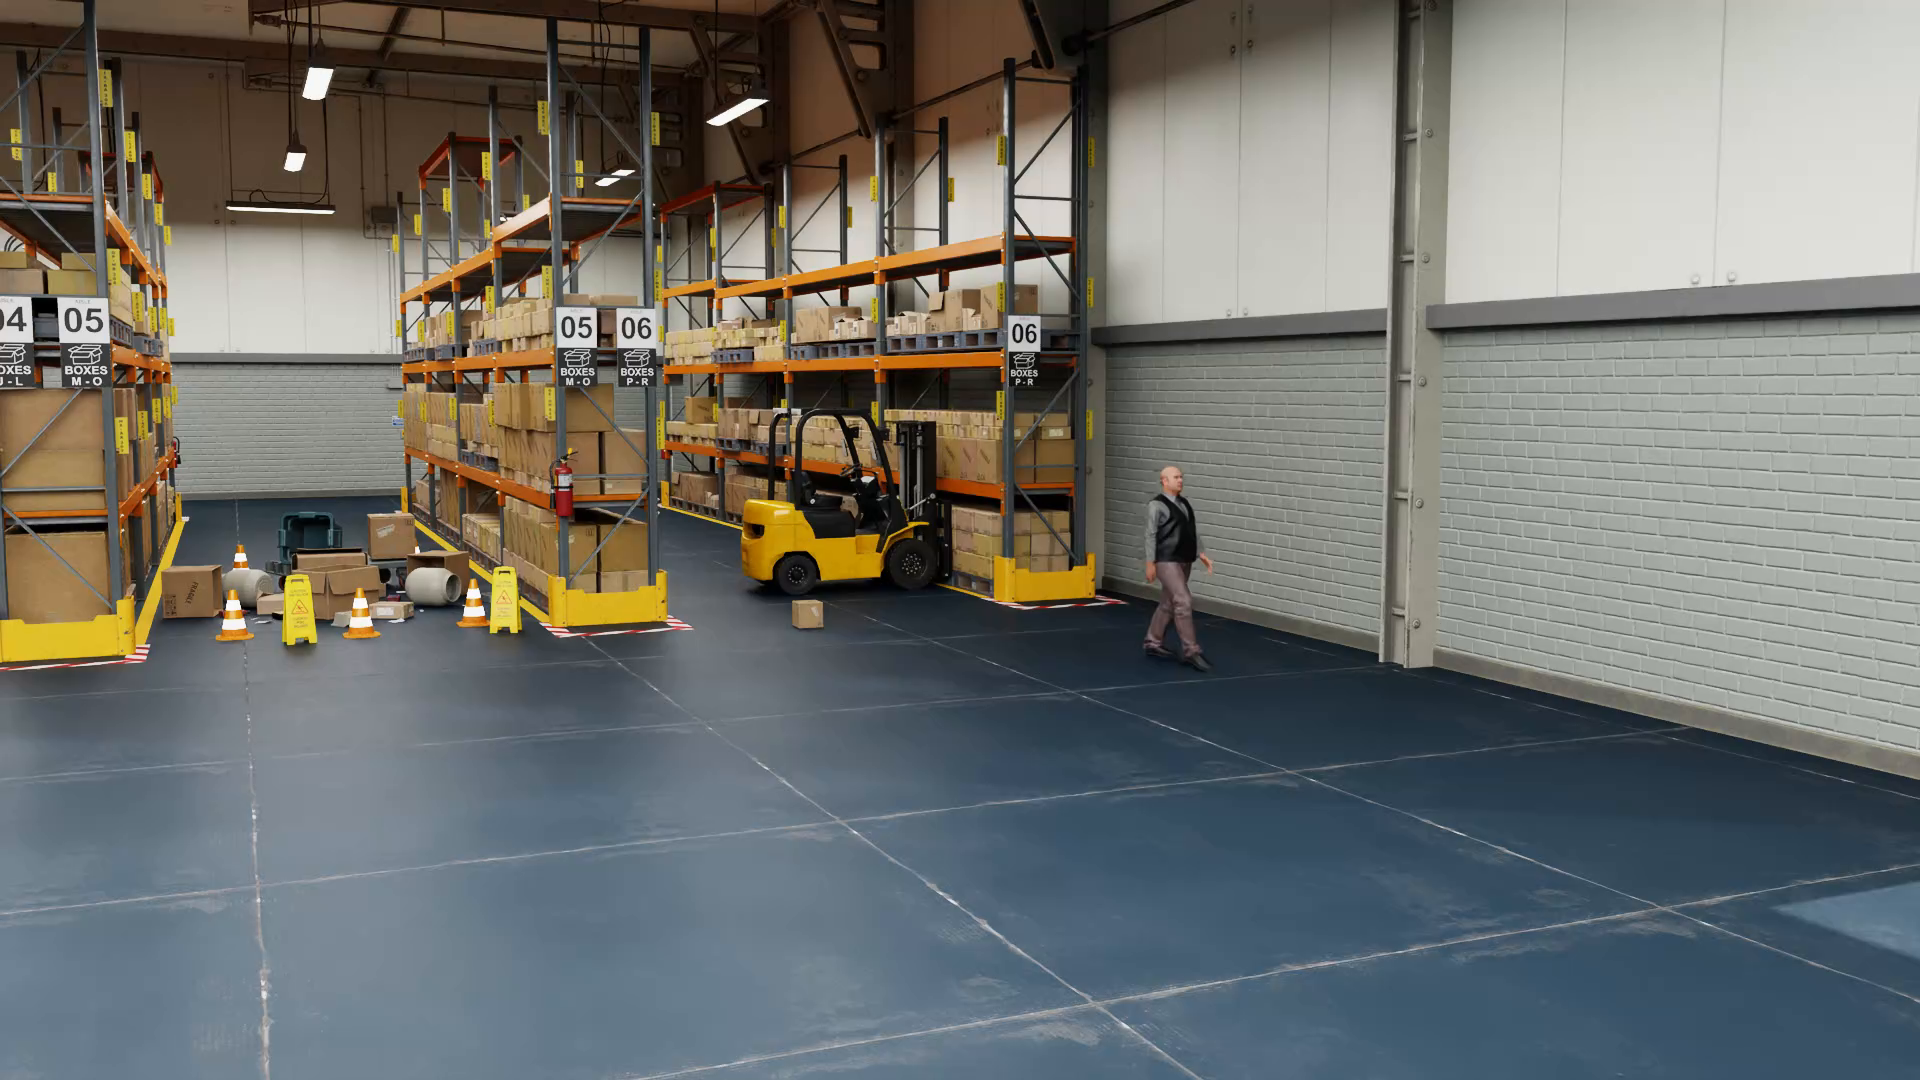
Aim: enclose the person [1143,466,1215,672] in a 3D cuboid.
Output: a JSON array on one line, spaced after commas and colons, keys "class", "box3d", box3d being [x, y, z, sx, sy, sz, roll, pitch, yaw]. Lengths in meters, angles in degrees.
[{"class": "person", "box3d": [1.944, 0.227, 14.445, 0.828, 1.725, 0.549, 4, 7, 39]}]
